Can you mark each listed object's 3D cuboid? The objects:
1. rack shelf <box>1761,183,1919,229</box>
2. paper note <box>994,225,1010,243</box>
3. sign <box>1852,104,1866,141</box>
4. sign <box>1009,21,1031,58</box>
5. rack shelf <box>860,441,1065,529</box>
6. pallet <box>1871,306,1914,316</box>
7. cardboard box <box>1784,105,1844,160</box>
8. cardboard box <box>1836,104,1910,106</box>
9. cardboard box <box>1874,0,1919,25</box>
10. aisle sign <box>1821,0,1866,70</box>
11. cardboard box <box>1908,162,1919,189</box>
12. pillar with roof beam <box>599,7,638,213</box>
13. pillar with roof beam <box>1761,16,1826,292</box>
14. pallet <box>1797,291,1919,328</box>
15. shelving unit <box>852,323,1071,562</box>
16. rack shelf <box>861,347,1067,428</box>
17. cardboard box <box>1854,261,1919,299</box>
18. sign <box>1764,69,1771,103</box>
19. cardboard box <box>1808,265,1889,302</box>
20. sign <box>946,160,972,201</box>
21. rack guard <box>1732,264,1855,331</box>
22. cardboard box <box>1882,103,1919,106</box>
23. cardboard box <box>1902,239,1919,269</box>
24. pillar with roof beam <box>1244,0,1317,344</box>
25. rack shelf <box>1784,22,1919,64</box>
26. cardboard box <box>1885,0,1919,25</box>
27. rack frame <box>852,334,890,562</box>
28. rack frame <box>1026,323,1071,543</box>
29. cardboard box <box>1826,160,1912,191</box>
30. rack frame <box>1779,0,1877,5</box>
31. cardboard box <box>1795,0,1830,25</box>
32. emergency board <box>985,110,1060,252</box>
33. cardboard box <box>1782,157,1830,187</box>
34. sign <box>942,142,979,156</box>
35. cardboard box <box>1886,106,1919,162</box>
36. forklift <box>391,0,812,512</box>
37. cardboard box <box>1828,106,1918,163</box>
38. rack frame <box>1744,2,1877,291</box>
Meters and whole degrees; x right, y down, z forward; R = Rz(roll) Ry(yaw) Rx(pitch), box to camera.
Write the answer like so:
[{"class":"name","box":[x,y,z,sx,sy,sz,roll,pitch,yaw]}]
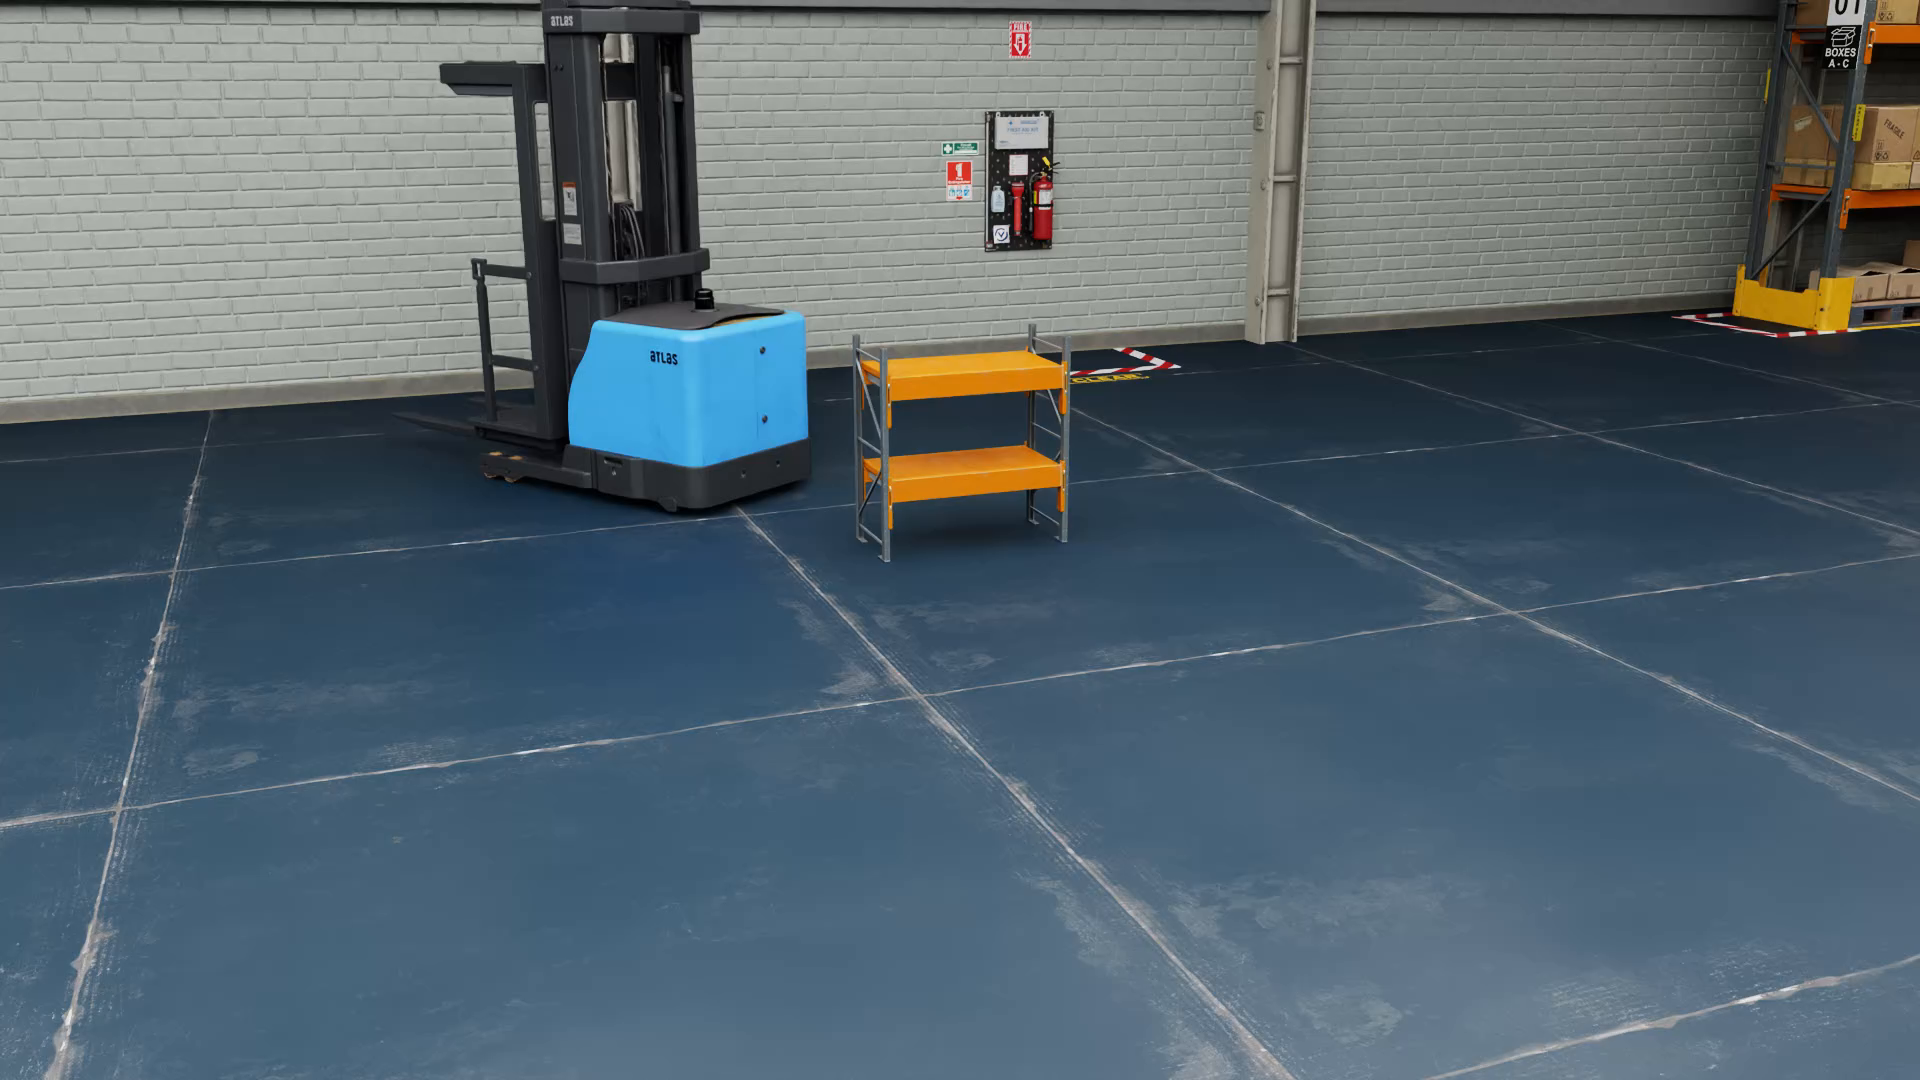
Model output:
[{"class":"rack shelf","box":[9.995,-3.450,16.801,4.000,0.370,1.077,-6,17,-20]},{"class":"paper note","box":[0.357,-2.626,14.279,0.142,0.148,0.016,-6,17,-20]},{"class":"sign","box":[8.321,-3.867,15.405,0.005,0.325,0.100,-6,17,-20]},{"class":"sign","box":[0.504,-4.186,13.914,0.199,0.298,0.001,-6,17,-20]},{"class":"rack shelf","box":[0.006,-0.306,9.011,1.000,0.278,0.538,-6,17,-20]},{"class":"pallet","box":[10.107,-2.458,17.094,1.213,0.211,1.003,-6,17,-20]},{"class":"cardboard box","box":[8.491,-3.995,16.278,0.500,0.500,0.500,-6,18,-21]},{"class":"cardboard box","box":[8.965,-4.043,16.442,0.500,0.500,0.500,-6,17,-19]},{"class":"cardboard box","box":[8.529,-5.059,15.464,0.500,0.500,0.500,-6,17,-19]},{"class":"aisle sign","box":[8.167,-4.755,15.353,0.004,0.787,0.394,-6,17,-20]},{"class":"cardboard box","box":[9.176,-3.553,16.105,0.500,0.250,0.500,-7,18,-22]},{"class":"pillar with roof beam","box":[-1.194,-4.428,8.206,0.400,9.000,9.100,-6,17,-20]},{"class":"pillar with roof beam","box":[10.012,-5.638,12.326,0.400,9.000,9.100,-6,17,-20]},{"class":"pallet","box":[8.969,-2.336,16.679,1.213,0.211,1.003,-6,17,-20]},{"class":"shelving unit","box":[0.006,-0.540,8.942,1.048,1.125,0.538,-6,17,-20]},{"class":"rack shelf","box":[0.006,-0.821,8.860,1.000,0.278,0.538,-6,17,-20]},{"class":"cardboard box","box":[9.338,-2.618,16.682,0.500,0.311,0.500,-5,17,-15]},{"class":"sign","box":[7.947,-4.449,16.309,0.005,0.325,0.100,-6,17,-20]},{"class":"cardboard box","box":[8.805,-2.561,16.487,0.500,0.311,0.500,-8,18,-26]},{"class":"sign","box":[-0.006,-3.037,14.052,0.234,0.329,0.001,-6,17,-20]},{"class":"rack guard","box":[8.198,-2.402,16.391,0.348,0.500,1.175,-6,17,-20]},{"class":"cardboard box","box":[9.446,-4.096,16.623,0.500,0.500,0.500,-7,18,-22]},{"class":"cardboard box","box":[10.041,-2.770,16.863,0.500,0.500,0.700,-7,18,-24]},{"class":"pillar with roof beam","box":[4.409,-5.033,10.266,0.400,9.000,9.100,-6,17,-20]},{"class":"rack shelf","box":[9.995,-4.890,16.378,4.000,0.370,1.077,-6,17,-20]},{"class":"cardboard box","box":[9.043,-5.103,15.617,0.500,0.500,0.500,-5,17,-16]},{"class":"rack frame","box":[-0.468,-0.489,8.768,0.032,1.125,0.500,-6,17,-20]},{"class":"rack frame","box":[0.481,-0.592,9.117,0.032,1.125,0.500,-6,17,-20]},{"class":"cardboard box","box":[8.696,-3.497,15.914,0.500,0.250,0.500,-7,18,-22]},{"class":"rack frame","box":[8.127,-6.472,15.168,0.127,3.000,1.000,-6,17,-20]},{"class":"cardboard box","box":[8.426,-5.199,15.944,0.500,0.500,0.500,-5,17,-16]},{"class":"emergency board","box":[0.547,-3.048,14.154,0.643,1.169,0.194,-6,17,-20]},{"class":"cardboard box","box":[8.494,-3.630,16.365,0.500,0.250,0.500,-6,17,-19]},{"class":"sign","box":[0.002,-3.289,13.971,0.331,0.109,0.001,-6,17,-20]},{"class":"cardboard box","box":[9.146,-3.908,15.981,0.500,0.500,0.500,-6,17,-20]},{"class":"forklift","box":[-2.405,-1.870,10.264,3.031,2.935,1.130,11,20,34]},{"class":"cardboard box","box":[8.680,-3.860,15.820,0.500,0.500,0.500,-6,17,-20]},{"class":"rack frame","box":[8.127,-3.594,16.013,0.127,3.000,1.000,-6,17,-20]}]
